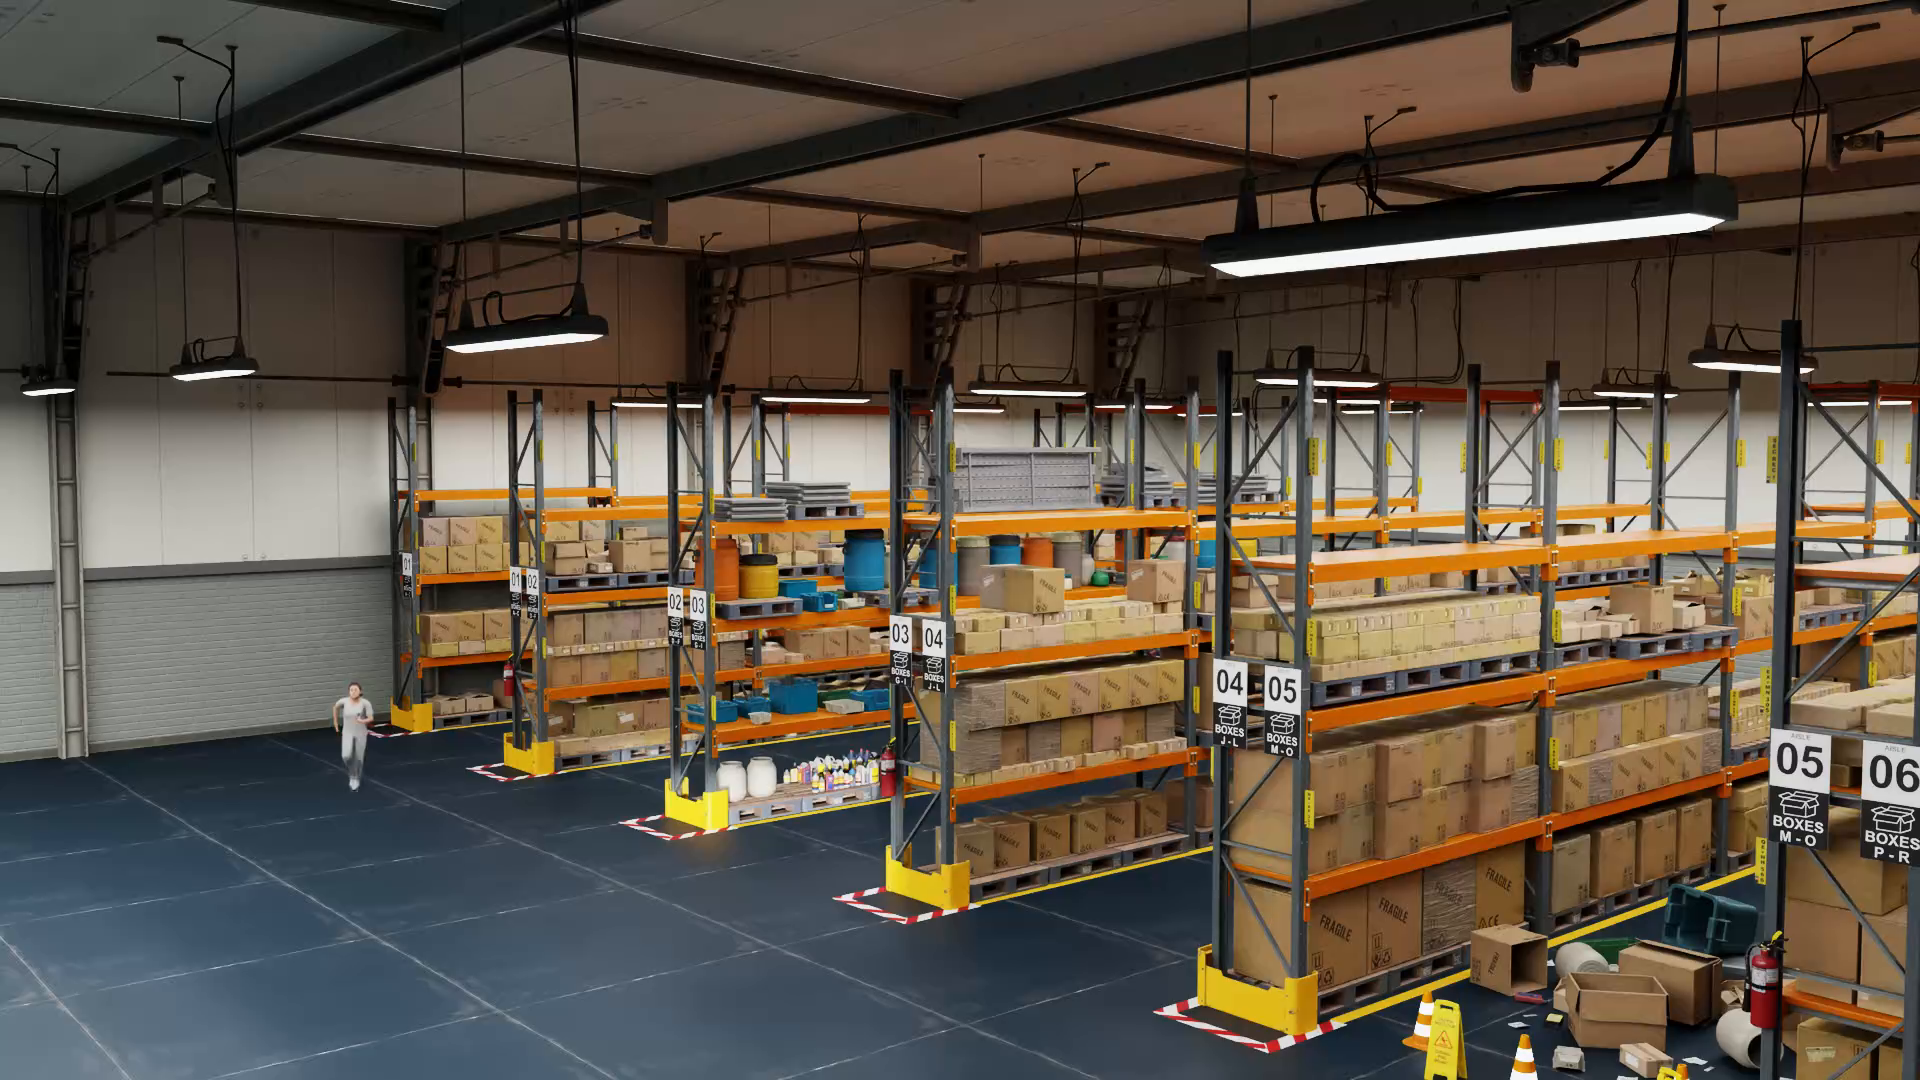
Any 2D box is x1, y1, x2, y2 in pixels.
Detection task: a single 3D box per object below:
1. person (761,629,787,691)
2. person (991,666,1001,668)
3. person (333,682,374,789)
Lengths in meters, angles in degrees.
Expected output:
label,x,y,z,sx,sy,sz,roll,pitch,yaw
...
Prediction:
label,x,y,z,sx,sy,sz,roll,pitch,yaw
person,-3.523,2.502,31.022,0.772,1.723,0.670,-2,4,-35
person,0.485,2.639,28.091,0.956,1.785,0.667,-3,5,-43
person,-8.960,2.894,24.561,0.596,1.616,0.757,-1,3,-12
